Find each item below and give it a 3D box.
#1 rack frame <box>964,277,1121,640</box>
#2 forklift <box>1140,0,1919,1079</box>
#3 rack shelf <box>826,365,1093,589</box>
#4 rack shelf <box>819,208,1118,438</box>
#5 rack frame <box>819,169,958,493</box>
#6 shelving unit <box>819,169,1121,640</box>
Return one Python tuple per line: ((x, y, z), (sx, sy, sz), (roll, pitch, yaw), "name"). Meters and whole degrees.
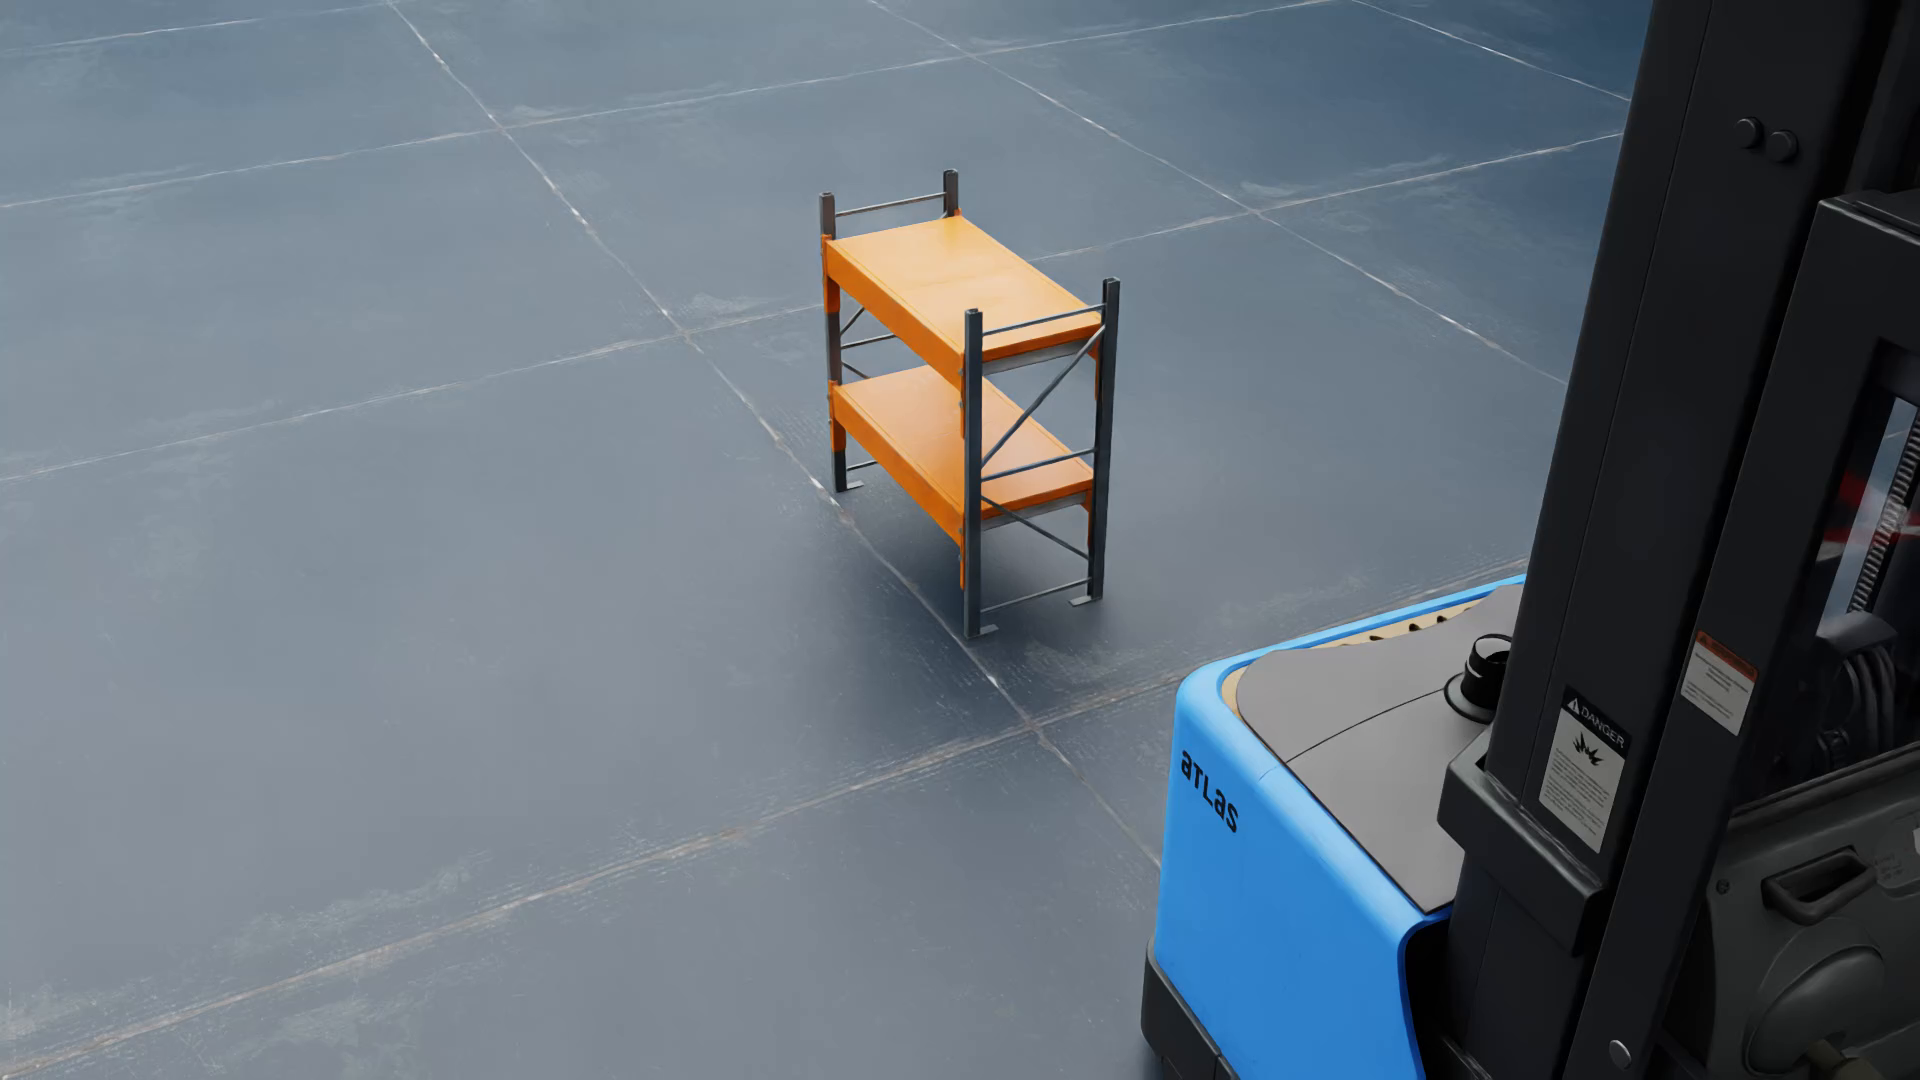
((0.240, -0.228, 5.063), (0.500, 1.125, 0.032), (-16, 36, -23), "rack frame")
((1.481, 0.554, 2.168), (1.130, 2.935, 3.031), (-14, 35, -20), "forklift")
((0.003, -0.265, 5.573), (0.538, 0.278, 1.000), (-16, 36, -23), "rack shelf")
((0.003, -0.717, 5.284), (0.538, 0.278, 1.000), (-16, 36, -23), "rack shelf")
((-0.234, -0.713, 5.820), (0.500, 1.125, 0.032), (-16, 36, -23), "rack frame")
((0.003, -0.470, 5.442), (0.538, 1.125, 1.048), (-16, 36, -23), "shelving unit")
